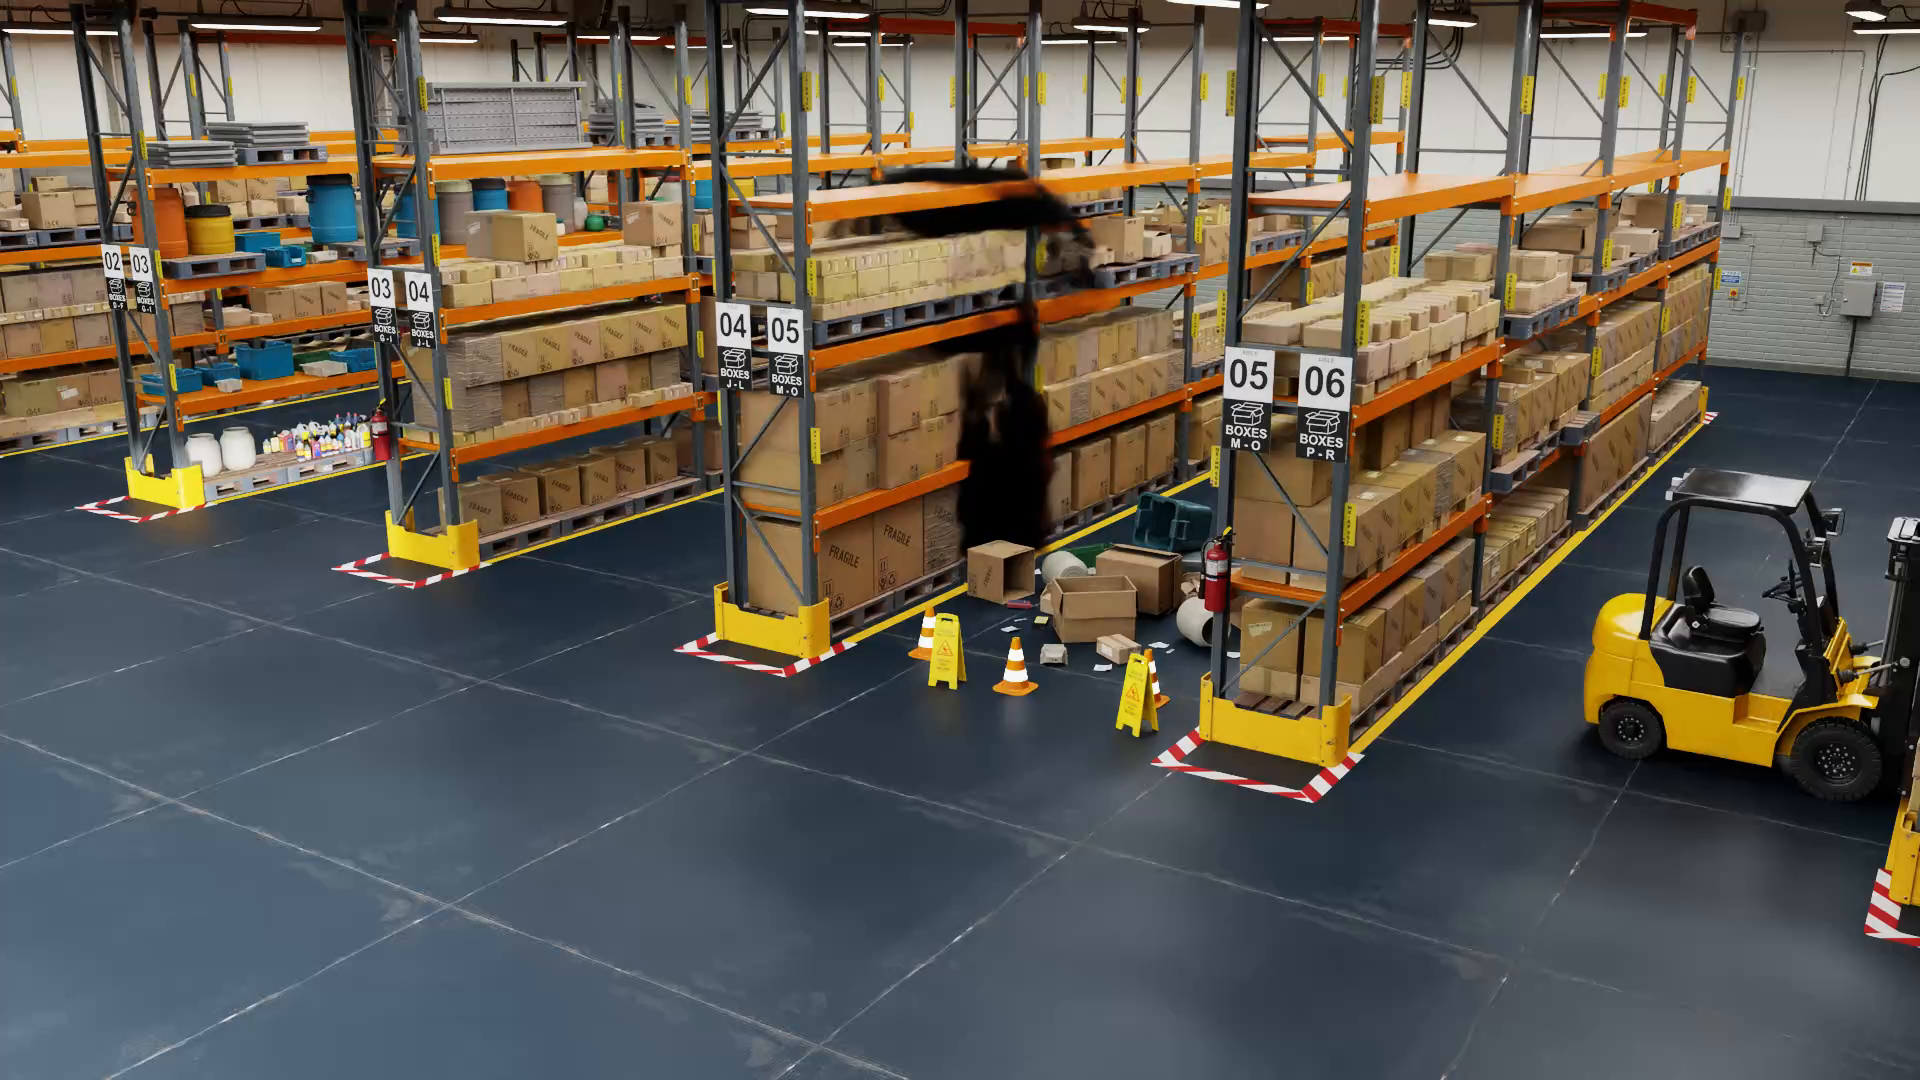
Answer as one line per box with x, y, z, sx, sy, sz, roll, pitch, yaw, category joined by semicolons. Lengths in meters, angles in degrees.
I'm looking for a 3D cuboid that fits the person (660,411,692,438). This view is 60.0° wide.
-4.115;-2.170;23.889;0.620;1.701;0.774;10;18;31;person

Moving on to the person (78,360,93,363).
-14.168;-3.071;26.934;0.640;1.796;0.890;8;18;28;person
